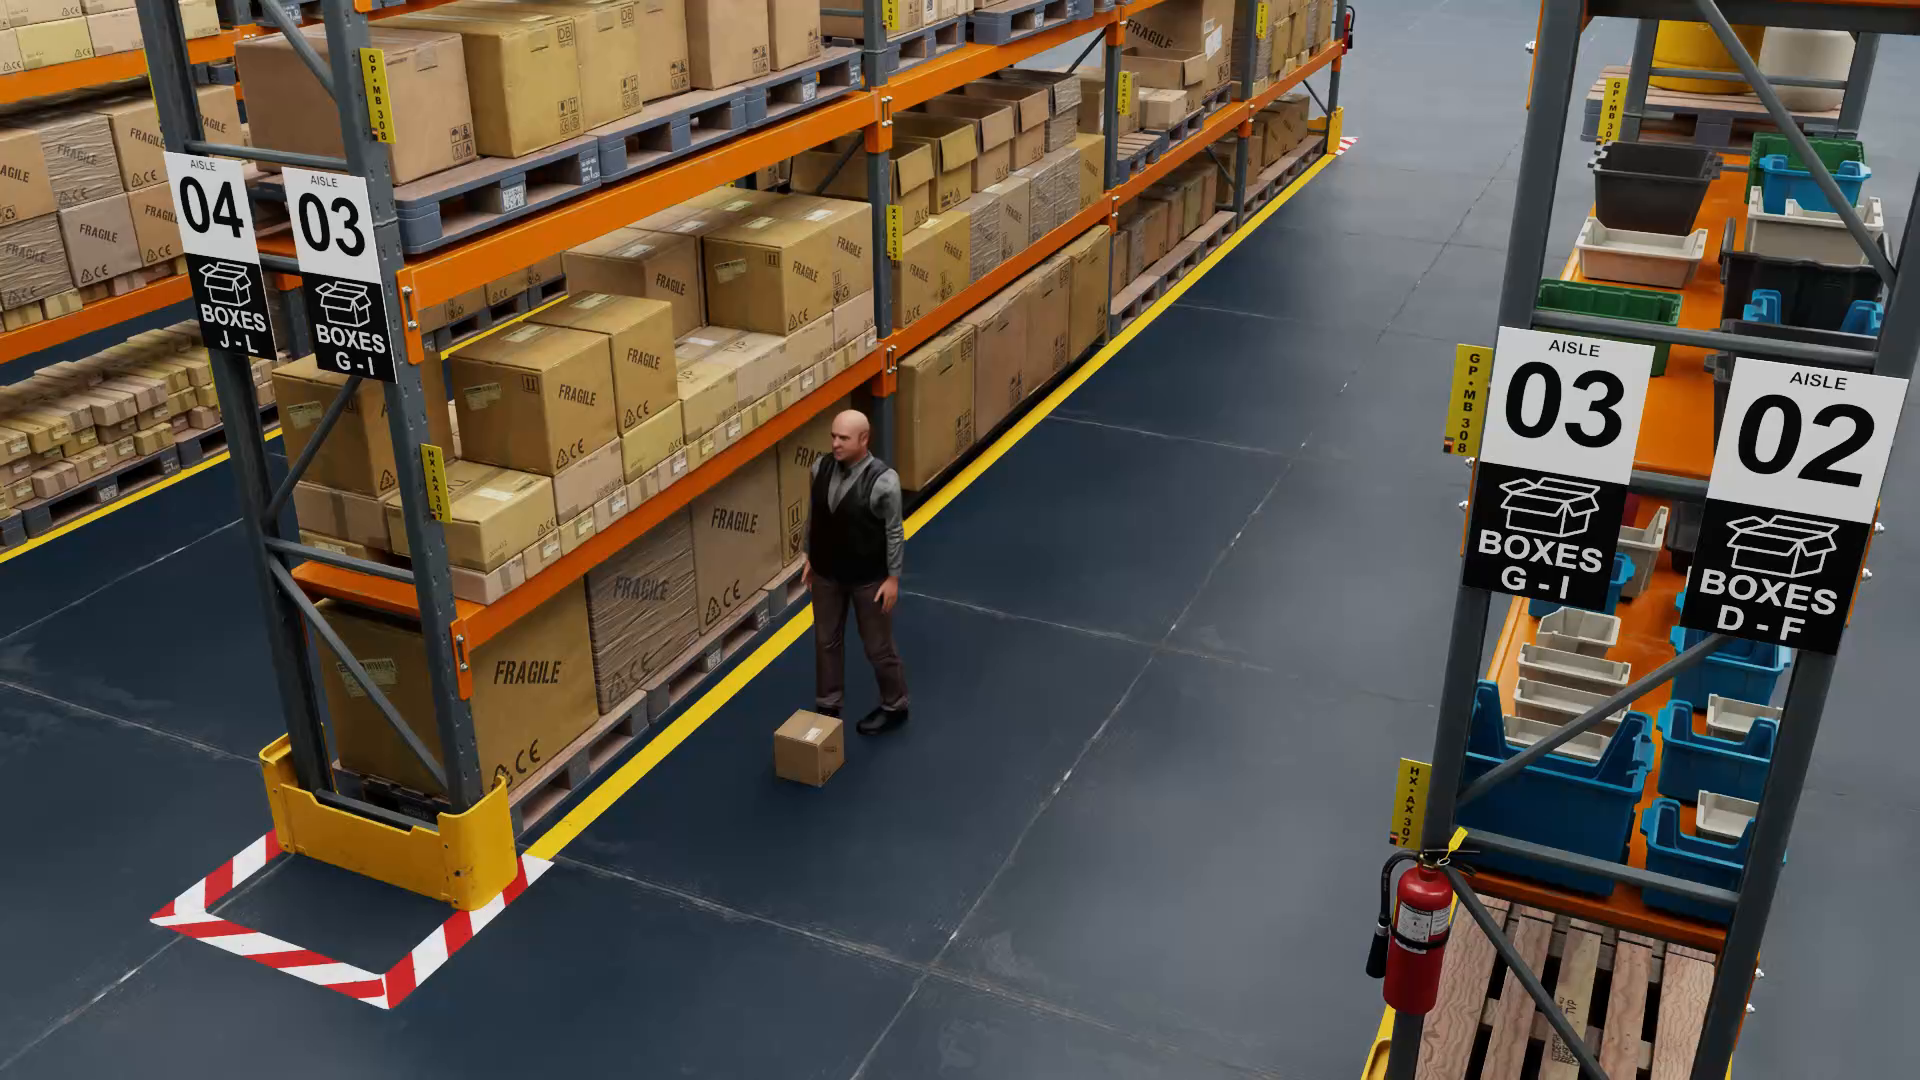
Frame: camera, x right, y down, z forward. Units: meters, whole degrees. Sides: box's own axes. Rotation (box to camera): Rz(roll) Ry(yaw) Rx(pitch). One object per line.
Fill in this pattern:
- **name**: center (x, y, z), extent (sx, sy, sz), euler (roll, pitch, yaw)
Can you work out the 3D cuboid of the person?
- **person**: center (-0.562, 0.190, 8.258), extent (0.566, 1.740, 0.493), euler (14, 29, 27)
